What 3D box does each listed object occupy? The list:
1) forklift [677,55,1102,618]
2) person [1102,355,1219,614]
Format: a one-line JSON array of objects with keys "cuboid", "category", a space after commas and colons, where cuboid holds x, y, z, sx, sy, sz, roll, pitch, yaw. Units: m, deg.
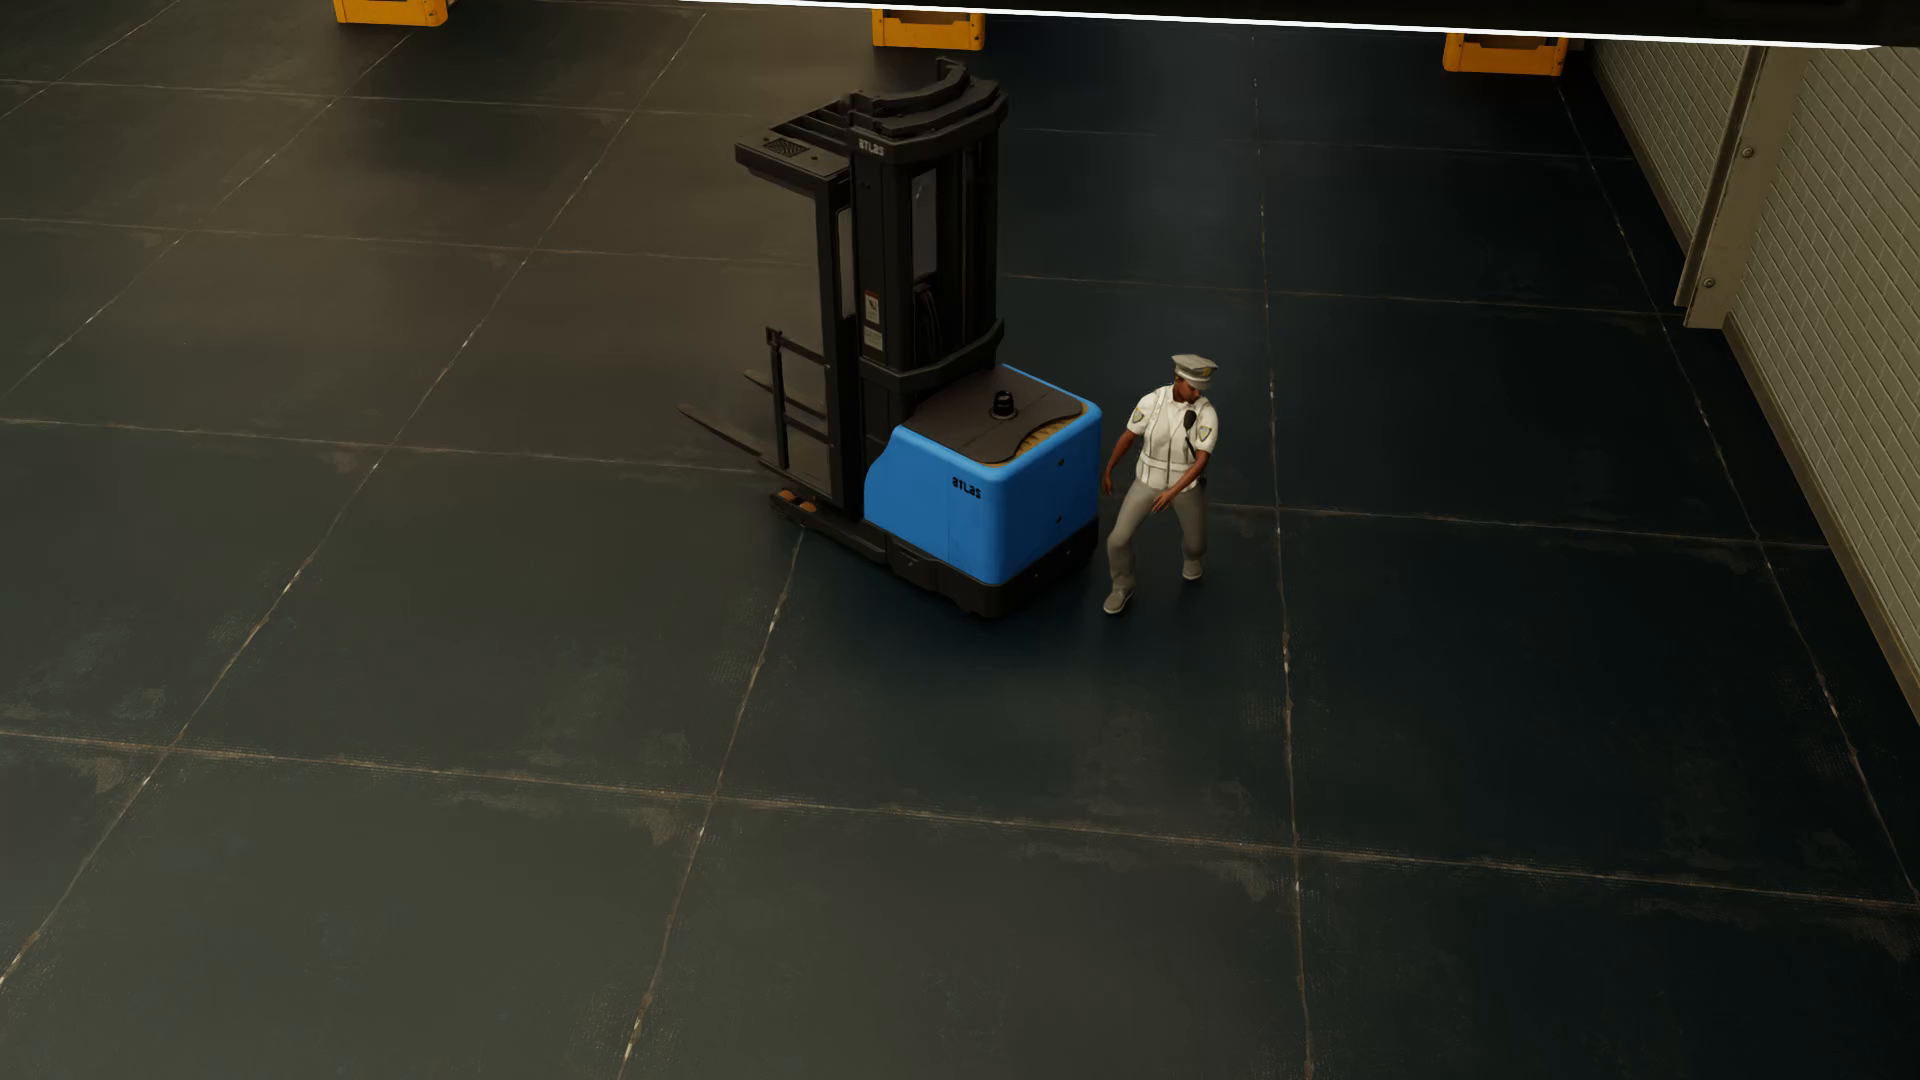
[{"cuboid": [-0.585, -1.465, 10.018, 3.031, 2.935, 1.130, 28, 45, 32], "category": "forklift"}, {"cuboid": [1.135, -0.331, 9.558, 0.643, 1.563, 0.741, 7, 37, 9], "category": "person"}]
